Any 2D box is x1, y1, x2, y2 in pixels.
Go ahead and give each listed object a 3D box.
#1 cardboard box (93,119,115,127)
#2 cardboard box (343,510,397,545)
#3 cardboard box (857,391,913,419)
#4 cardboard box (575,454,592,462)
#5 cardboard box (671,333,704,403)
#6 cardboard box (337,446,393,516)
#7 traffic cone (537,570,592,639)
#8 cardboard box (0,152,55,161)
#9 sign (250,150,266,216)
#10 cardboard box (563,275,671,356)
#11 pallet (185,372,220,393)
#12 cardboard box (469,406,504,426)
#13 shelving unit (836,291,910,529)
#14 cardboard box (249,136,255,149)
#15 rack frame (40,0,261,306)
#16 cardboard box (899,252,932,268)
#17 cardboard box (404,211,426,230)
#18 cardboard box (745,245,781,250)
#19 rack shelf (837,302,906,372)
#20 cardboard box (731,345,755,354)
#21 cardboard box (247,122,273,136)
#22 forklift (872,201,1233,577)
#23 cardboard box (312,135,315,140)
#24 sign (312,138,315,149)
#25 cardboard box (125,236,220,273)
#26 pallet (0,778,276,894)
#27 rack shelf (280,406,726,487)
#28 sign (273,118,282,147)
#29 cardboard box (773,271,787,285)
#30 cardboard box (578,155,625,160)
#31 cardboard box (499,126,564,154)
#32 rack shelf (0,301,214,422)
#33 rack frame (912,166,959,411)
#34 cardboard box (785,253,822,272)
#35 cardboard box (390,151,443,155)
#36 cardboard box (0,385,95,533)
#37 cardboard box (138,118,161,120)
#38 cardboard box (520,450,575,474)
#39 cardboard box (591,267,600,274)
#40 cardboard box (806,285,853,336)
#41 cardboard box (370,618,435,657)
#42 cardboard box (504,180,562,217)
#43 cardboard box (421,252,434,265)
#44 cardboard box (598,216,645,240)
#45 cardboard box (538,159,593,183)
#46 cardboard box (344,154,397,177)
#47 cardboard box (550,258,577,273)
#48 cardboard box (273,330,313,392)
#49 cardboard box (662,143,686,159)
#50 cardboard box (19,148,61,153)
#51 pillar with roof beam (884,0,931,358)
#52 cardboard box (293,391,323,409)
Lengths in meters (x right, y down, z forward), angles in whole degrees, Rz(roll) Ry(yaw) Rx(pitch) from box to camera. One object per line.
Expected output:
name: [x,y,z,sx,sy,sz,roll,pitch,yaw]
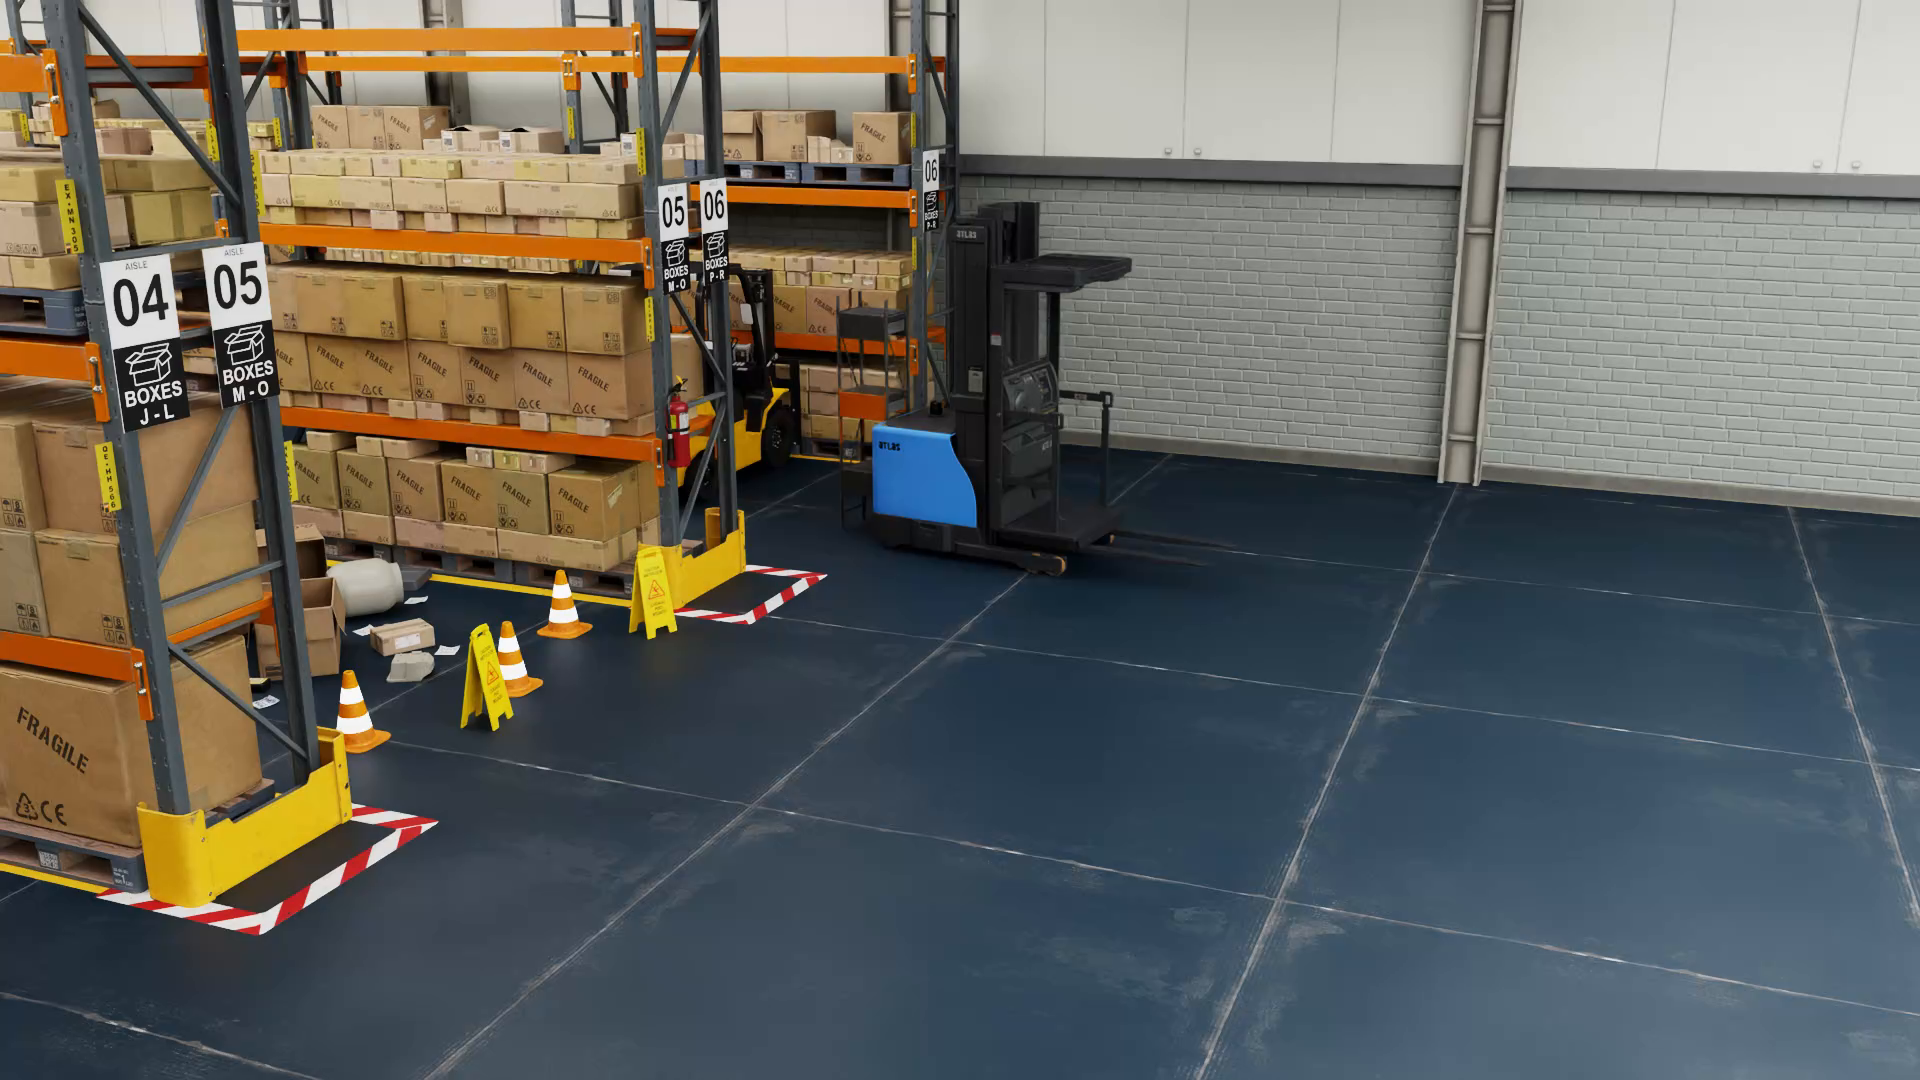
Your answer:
cardboard box: [-10.546,-5.076,20.384,0.250,0.149,0.380,6,17,20]
cardboard box: [-4.832,-0.167,14.046,0.500,0.250,0.500,7,18,24]
cardboard box: [-0.811,-1.436,17.522,0.500,0.250,0.500,6,17,20]
cardboard box: [-3.221,-0.508,13.878,0.500,0.500,0.500,6,17,19]
cardboard box: [-2.400,-1.370,13.298,0.500,0.500,0.500,6,17,20]
cardboard box: [-4.830,-0.527,13.941,0.500,0.500,0.500,7,18,23]
traffic cone: [-2.935,0.451,12.291,0.334,0.463,0.336,6,17,21]
cardboard box: [-4.923,-1.938,8.675,0.250,0.149,0.380,6,17,20]
sign: [-3.575,-1.806,8.423,0.005,0.325,0.100,6,17,21]
cardboard box: [-2.617,-1.725,12.729,0.500,0.500,0.700,6,17,19]
pallet: [-6.440,-1.491,14.774,1.213,0.211,1.003,6,17,21]
cardboard box: [-3.703,-1.033,13.303,0.250,0.149,0.380,6,17,20]
shelving unit: [-0.761,-1.125,14.784,0.503,2.100,0.431,9,18,27]
cardboard box: [-8.338,-4.730,19.759,0.250,0.149,0.380,6,17,19]
rack frame: [-3.784,-2.645,7.644,0.127,3.000,1.000,6,17,21]
cardboard box: [-0.478,-2.938,17.538,0.250,0.149,0.380,6,17,20]
cardboard box: [-4.146,-2.534,13.091,0.250,0.149,0.380,6,17,21]
cardboard box: [-2.153,-3.130,18.198,0.250,0.149,0.380,7,18,22]
rack shelf: [-0.761,-1.784,14.592,0.480,0.518,0.431,9,18,27]
cardboard box: [-2.493,-2.013,18.613,0.500,0.250,0.500,6,17,21]
cardboard box: [-8.320,-4.880,19.743,0.250,0.149,0.380,6,17,19]
forklift: [0.775,-1.277,13.814,3.031,2.935,1.130,9,18,27]
cardboard box: [-7.473,-4.628,19.341,0.250,0.166,0.380,6,17,21]
sign: [-5.591,-3.298,14.345,0.005,0.325,0.100,6,17,21]
cardboard box: [-3.985,-1.452,8.432,0.250,0.149,0.380,6,17,21]
pallet: [-4.556,1.514,9.082,1.213,0.211,1.003,6,17,21]
rack shelf: [-3.922,-0.917,13.744,4.000,0.370,1.077,6,17,21]
sign: [-7.887,-4.713,19.219,0.005,0.325,0.100,6,17,21]
cardboard box: [-1.871,-2.793,17.572,0.250,0.149,0.380,6,17,21]
cardboard box: [-2.767,-2.914,12.970,0.250,0.149,0.380,6,17,21]
cardboard box: [-4.727,-4.413,18.343,0.500,0.311,0.500,6,17,19]
rack shelf: [-5.644,-1.064,8.868,4.000,0.370,1.077,6,17,21]
rack frame: [-0.244,-2.346,17.374,0.127,3.000,1.000,6,17,21]
cardboard box: [-1.636,-2.910,17.440,0.250,0.149,0.380,7,18,22]
cardboard box: [-4.433,-3.092,13.584,0.250,0.149,0.380,6,17,20]
cardboard box: [-4.660,-0.435,8.586,0.550,0.550,0.875,6,17,21]
cardboard box: [-10.128,-5.179,20.738,0.250,0.149,0.380,6,17,19]
cardboard box: [-3.269,-0.646,13.187,0.250,0.149,0.380,7,18,22]
cardboard box: [-4.343,-3.042,19.143,0.500,0.250,0.500,6,17,20]
cardboard box: [-1.277,-2.432,17.490,0.500,0.500,0.500,7,18,22]
cardboard box: [-4.021,0.701,11.993,0.380,0.149,0.250,-12,20,-37]
cardboard box: [-3.099,-2.607,12.630,0.500,0.250,0.500,6,17,20]
cardboard box: [-6.015,-3.284,19.263,0.250,0.149,0.380,6,17,21]
cardboard box: [-2.496,-2.342,12.431,0.250,0.149,0.380,6,17,21]
cardboard box: [-2.954,-2.777,12.498,0.250,0.149,0.380,6,17,20]
cardboard box: [-4.630,-2.959,13.126,0.250,0.149,0.380,6,17,19]
cardboard box: [-4.364,-3.092,18.601,0.250,0.149,0.380,7,18,23]
cardboard box: [-5.475,-1.541,13.889,0.500,0.500,0.500,6,17,20]
cardboard box: [-2.944,-4.121,17.628,0.250,0.149,0.380,7,18,22]
cardboard box: [-8.074,-3.218,14.813,0.637,0.503,0.797,6,17,21]
pillar with roof beam: [-2.140,-4.415,13.743,0.400,9.000,9.100,6,17,21]
cardboard box: [-5.353,-1.219,13.943,0.250,0.149,0.380,7,18,22]
